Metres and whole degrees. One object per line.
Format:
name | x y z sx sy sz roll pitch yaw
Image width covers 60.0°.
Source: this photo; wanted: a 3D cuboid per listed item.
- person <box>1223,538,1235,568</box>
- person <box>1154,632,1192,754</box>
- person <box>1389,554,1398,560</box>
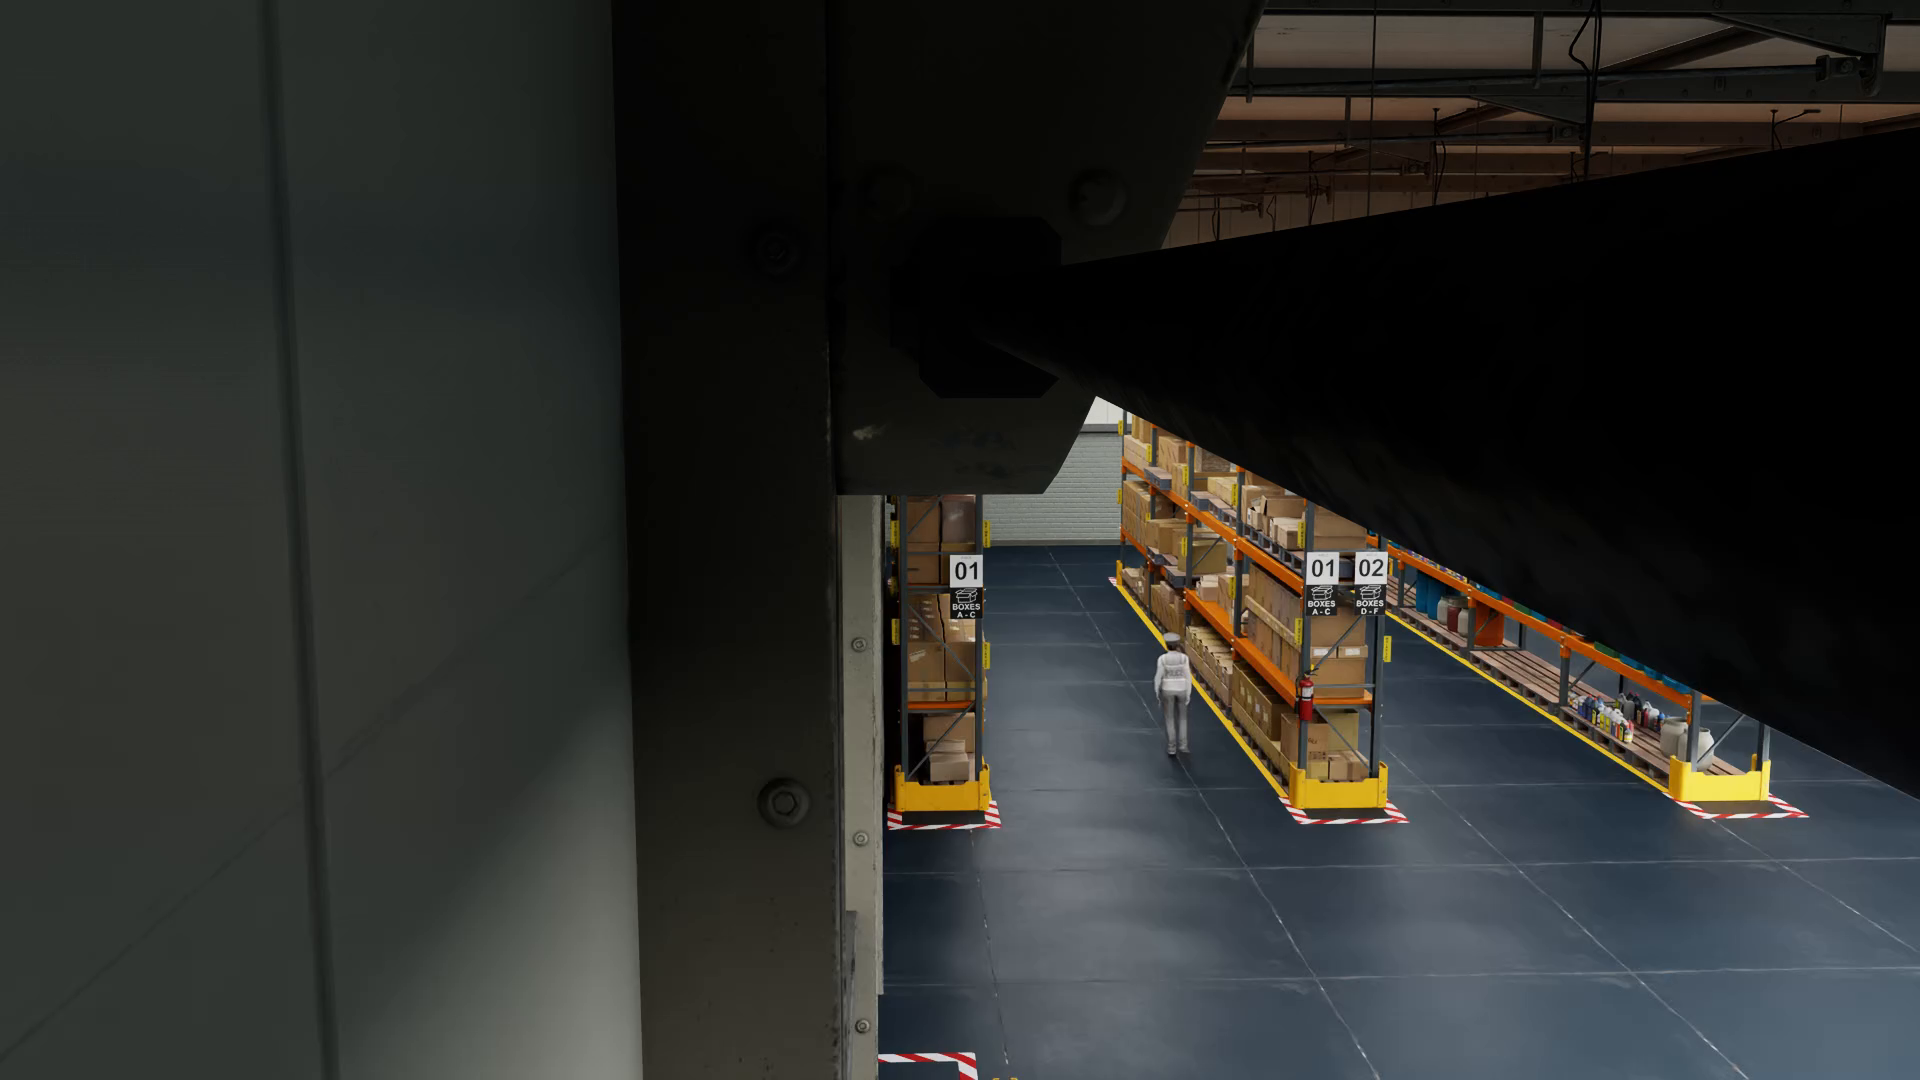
person | 5.709 0.381 35.050 0.480 1.536 0.952 -1 8 -5
person | 2.941 2.146 22.982 0.513 1.739 0.415 -1 8 -5
person | 10.333 -0.352 39.859 0.528 1.646 0.471 3 9 17
